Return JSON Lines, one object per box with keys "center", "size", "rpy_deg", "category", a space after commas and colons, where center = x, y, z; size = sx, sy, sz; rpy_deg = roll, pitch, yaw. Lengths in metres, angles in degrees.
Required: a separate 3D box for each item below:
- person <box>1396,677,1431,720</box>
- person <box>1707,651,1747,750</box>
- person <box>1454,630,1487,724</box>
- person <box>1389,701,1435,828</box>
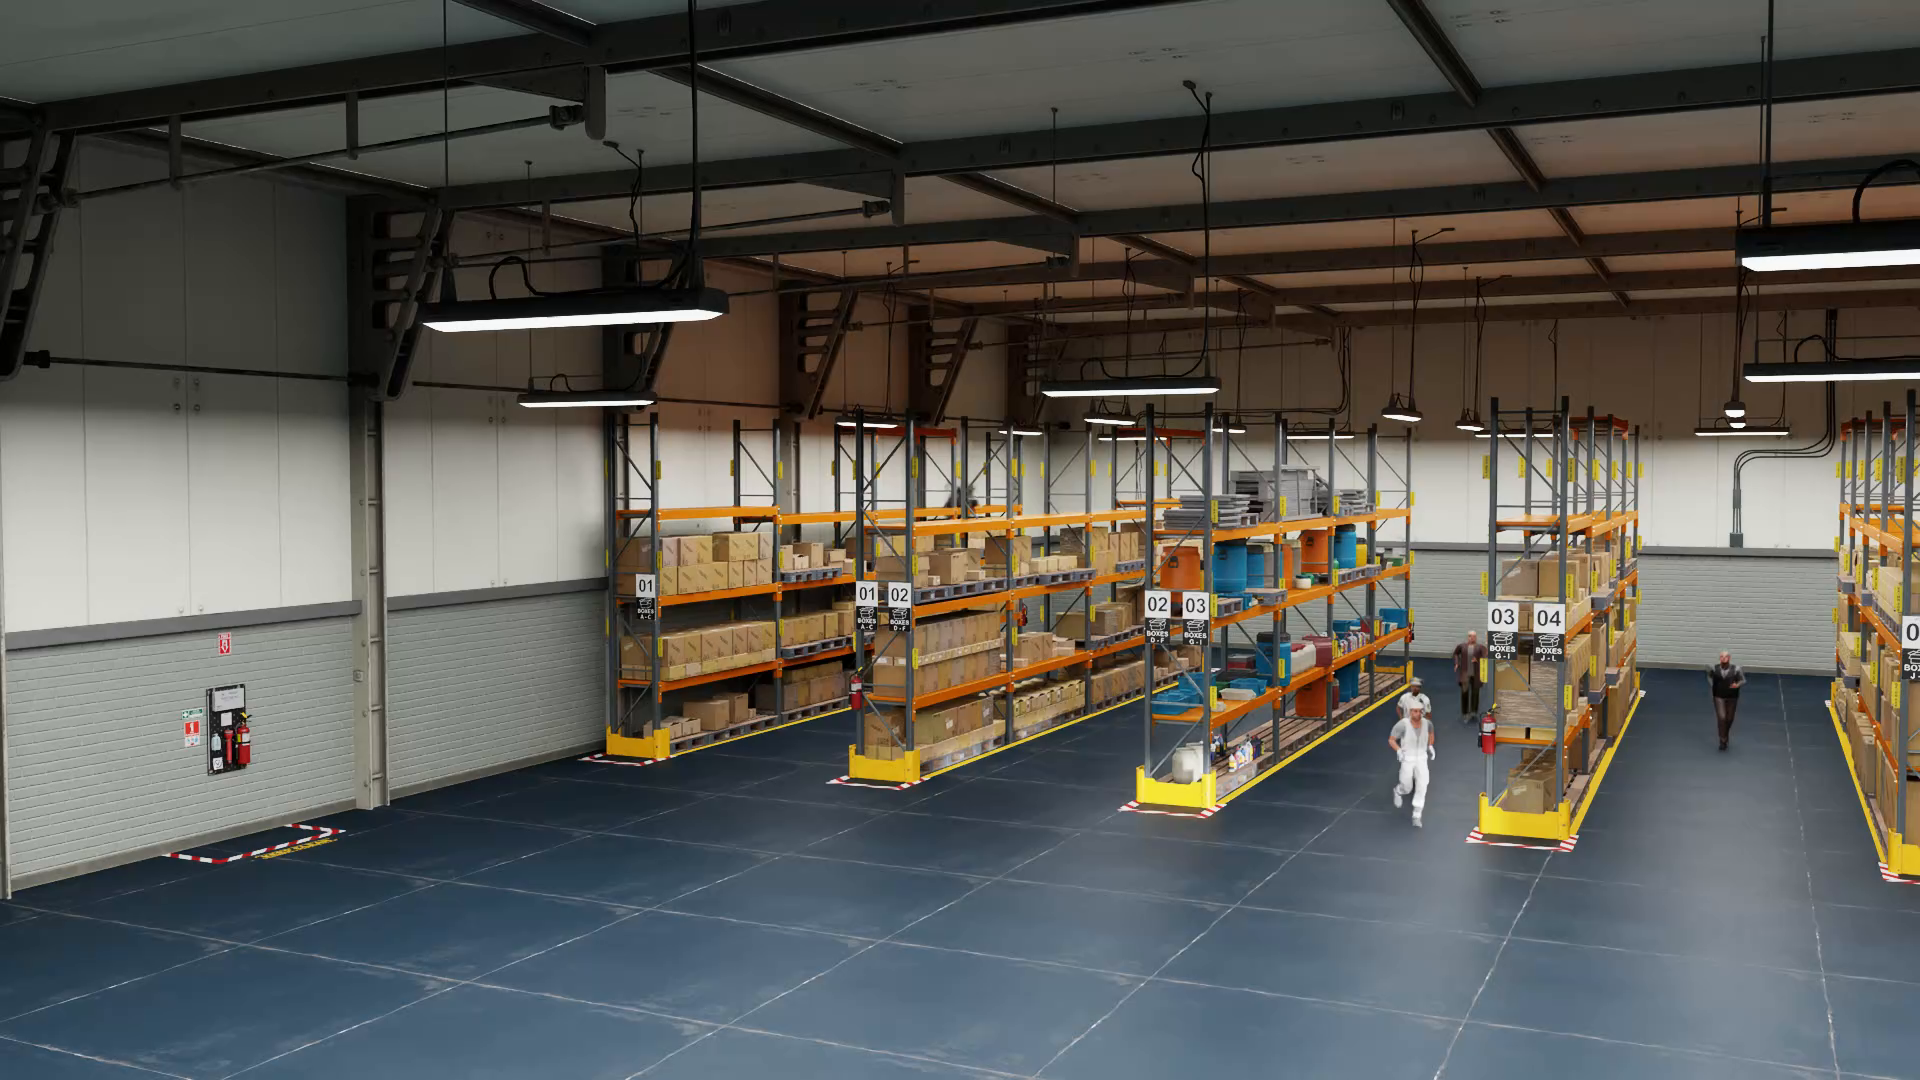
{"center": [7.265, 3.046, 26.644], "size": [0.549, 1.713, 0.686], "rpy_deg": [1, 3, 17], "category": "person"}
{"center": [13.859, 2.879, 30.065], "size": [0.648, 1.733, 0.891], "rpy_deg": [1, 3, 23], "category": "person"}
{"center": [10.169, 2.725, 33.098], "size": [0.670, 1.850, 0.815], "rpy_deg": [1, 3, 17], "category": "person"}
{"center": [6.441, 3.140, 23.674], "size": [0.681, 1.756, 0.969], "rpy_deg": [0, 2, -5], "category": "person"}
